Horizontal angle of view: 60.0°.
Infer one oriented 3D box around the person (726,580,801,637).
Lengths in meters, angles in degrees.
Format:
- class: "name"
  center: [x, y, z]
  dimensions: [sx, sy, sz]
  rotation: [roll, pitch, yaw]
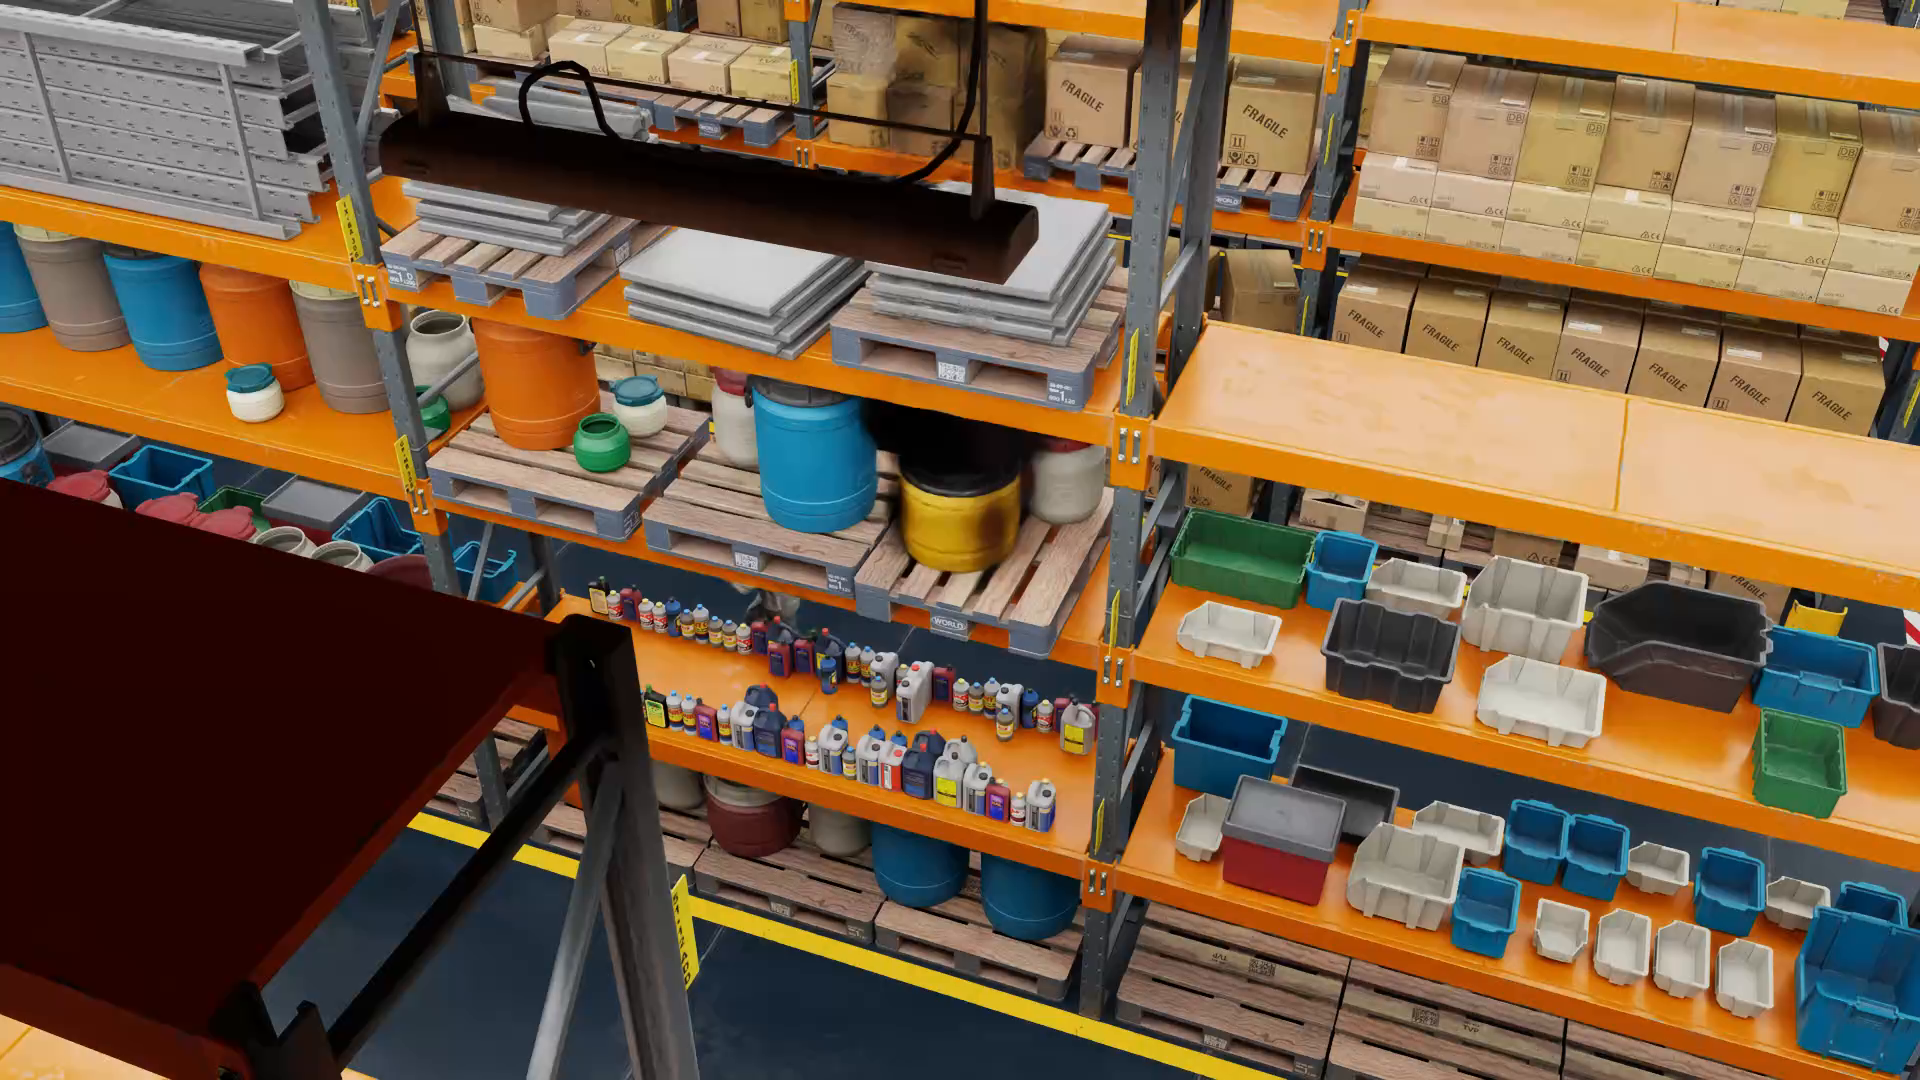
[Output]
- class: "person"
  center: [-1.286, 0.380, 11.649]
  dimensions: [0.869, 1.435, 0.569]
  rotation: [8, 37, 10]
